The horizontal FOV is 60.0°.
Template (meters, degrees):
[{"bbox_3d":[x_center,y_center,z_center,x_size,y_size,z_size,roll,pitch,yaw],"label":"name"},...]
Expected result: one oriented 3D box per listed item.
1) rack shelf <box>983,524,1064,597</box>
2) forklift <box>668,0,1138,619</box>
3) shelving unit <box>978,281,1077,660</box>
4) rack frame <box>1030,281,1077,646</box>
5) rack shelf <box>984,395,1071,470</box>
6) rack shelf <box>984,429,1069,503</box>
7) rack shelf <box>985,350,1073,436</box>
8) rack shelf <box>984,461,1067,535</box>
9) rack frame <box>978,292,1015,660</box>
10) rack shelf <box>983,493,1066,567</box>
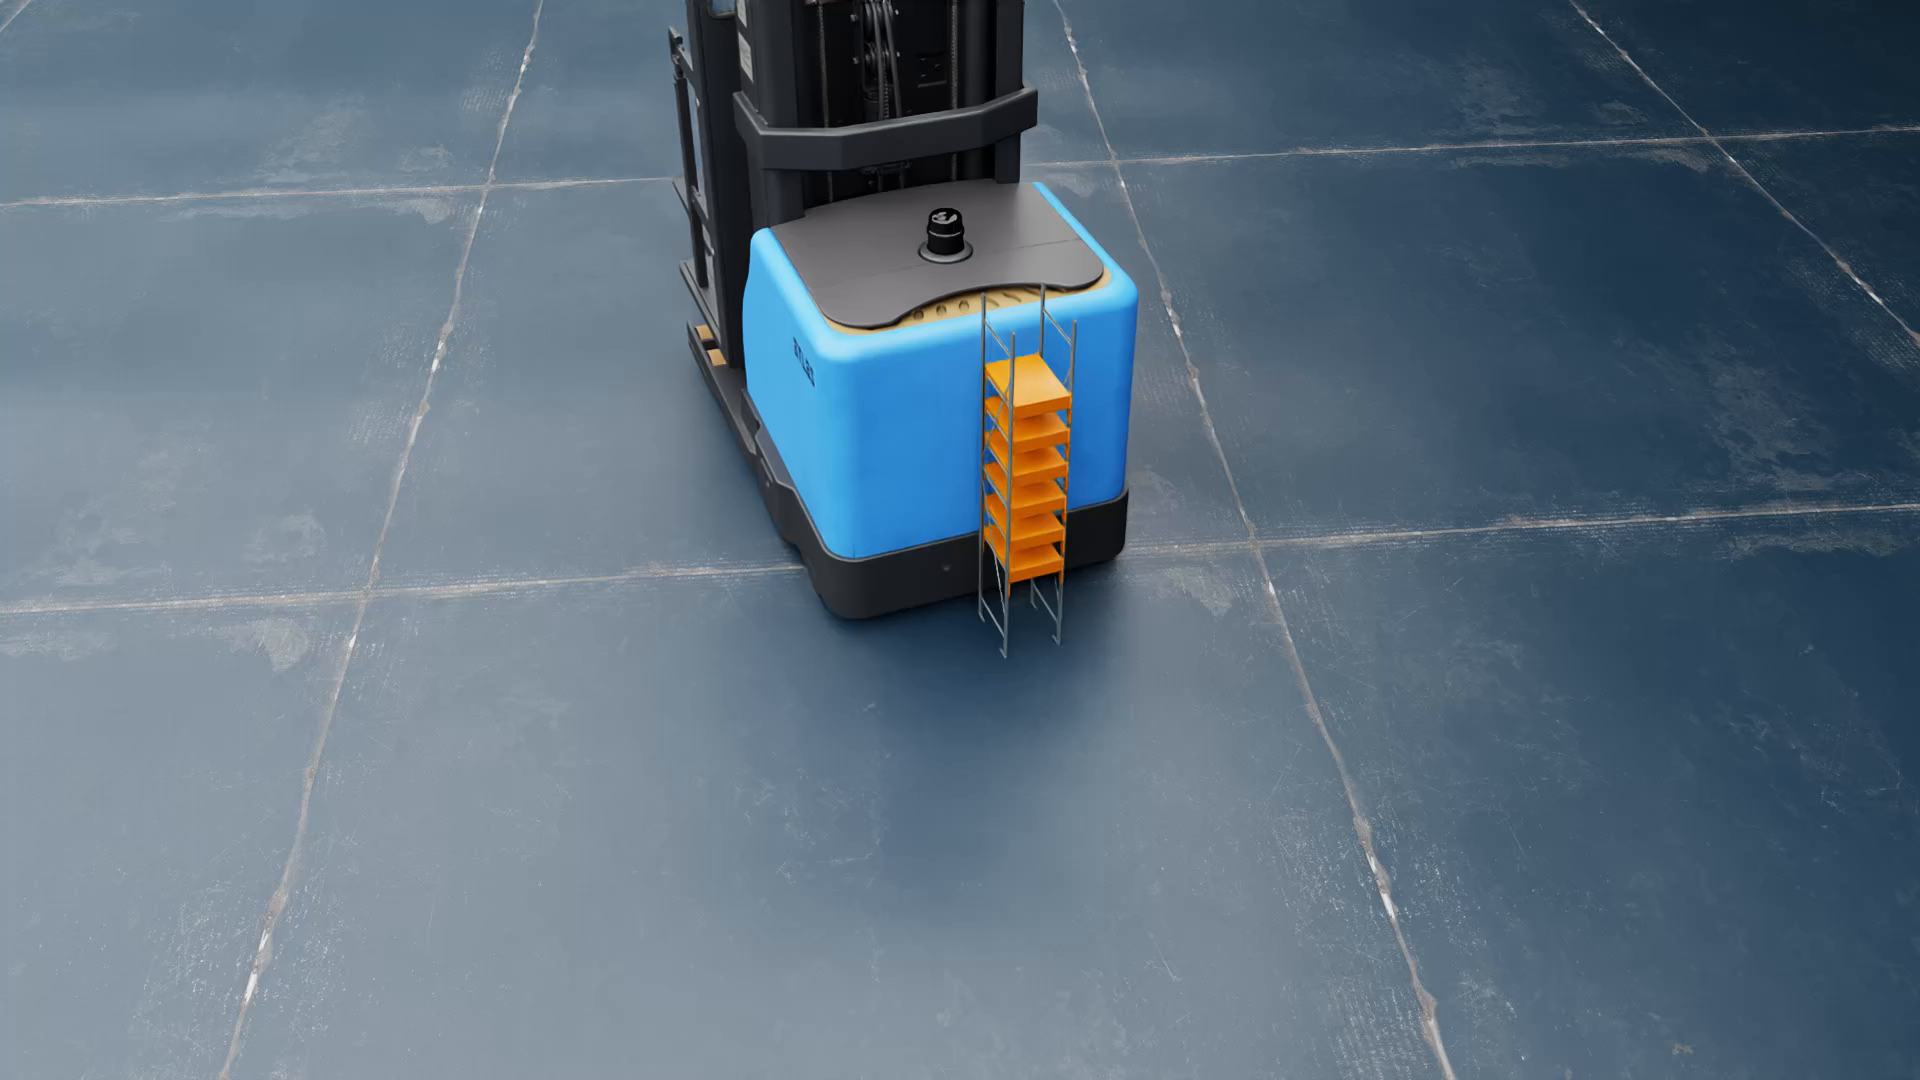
[{"bbox_3d":[0.191,0.043,5.185,0.180,0.103,0.258,-13,40,-16],"label":"rack shelf"},{"bbox_3d":[-0.438,-1.813,5.682,1.130,2.935,3.031,-13,40,-16],"label":"forklift"},{"bbox_3d":[0.191,-0.180,5.009,0.189,1.200,0.258,-13,40,-16],"label":"shelving unit"},{"bbox_3d":[0.277,-0.200,5.034,0.006,1.200,0.240,-13,40,-16],"label":"rack frame"},{"bbox_3d":[0.191,-0.333,4.887,0.180,0.103,0.258,-13,40,-16],"label":"rack shelf"},{"bbox_3d":[0.191,-0.239,4.962,0.180,0.103,0.258,-13,40,-16],"label":"rack shelf"},{"bbox_3d":[0.191,-0.427,4.813,0.180,0.103,0.258,-13,40,-16],"label":"rack shelf"},{"bbox_3d":[0.191,-0.145,5.036,0.180,0.103,0.258,-13,40,-16],"label":"rack shelf"},{"bbox_3d":[0.105,-0.160,4.983,0.006,1.200,0.240,-13,40,-16],"label":"rack frame"},{"bbox_3d":[0.191,-0.051,5.111,0.180,0.103,0.258,-13,40,-16],"label":"rack shelf"}]
